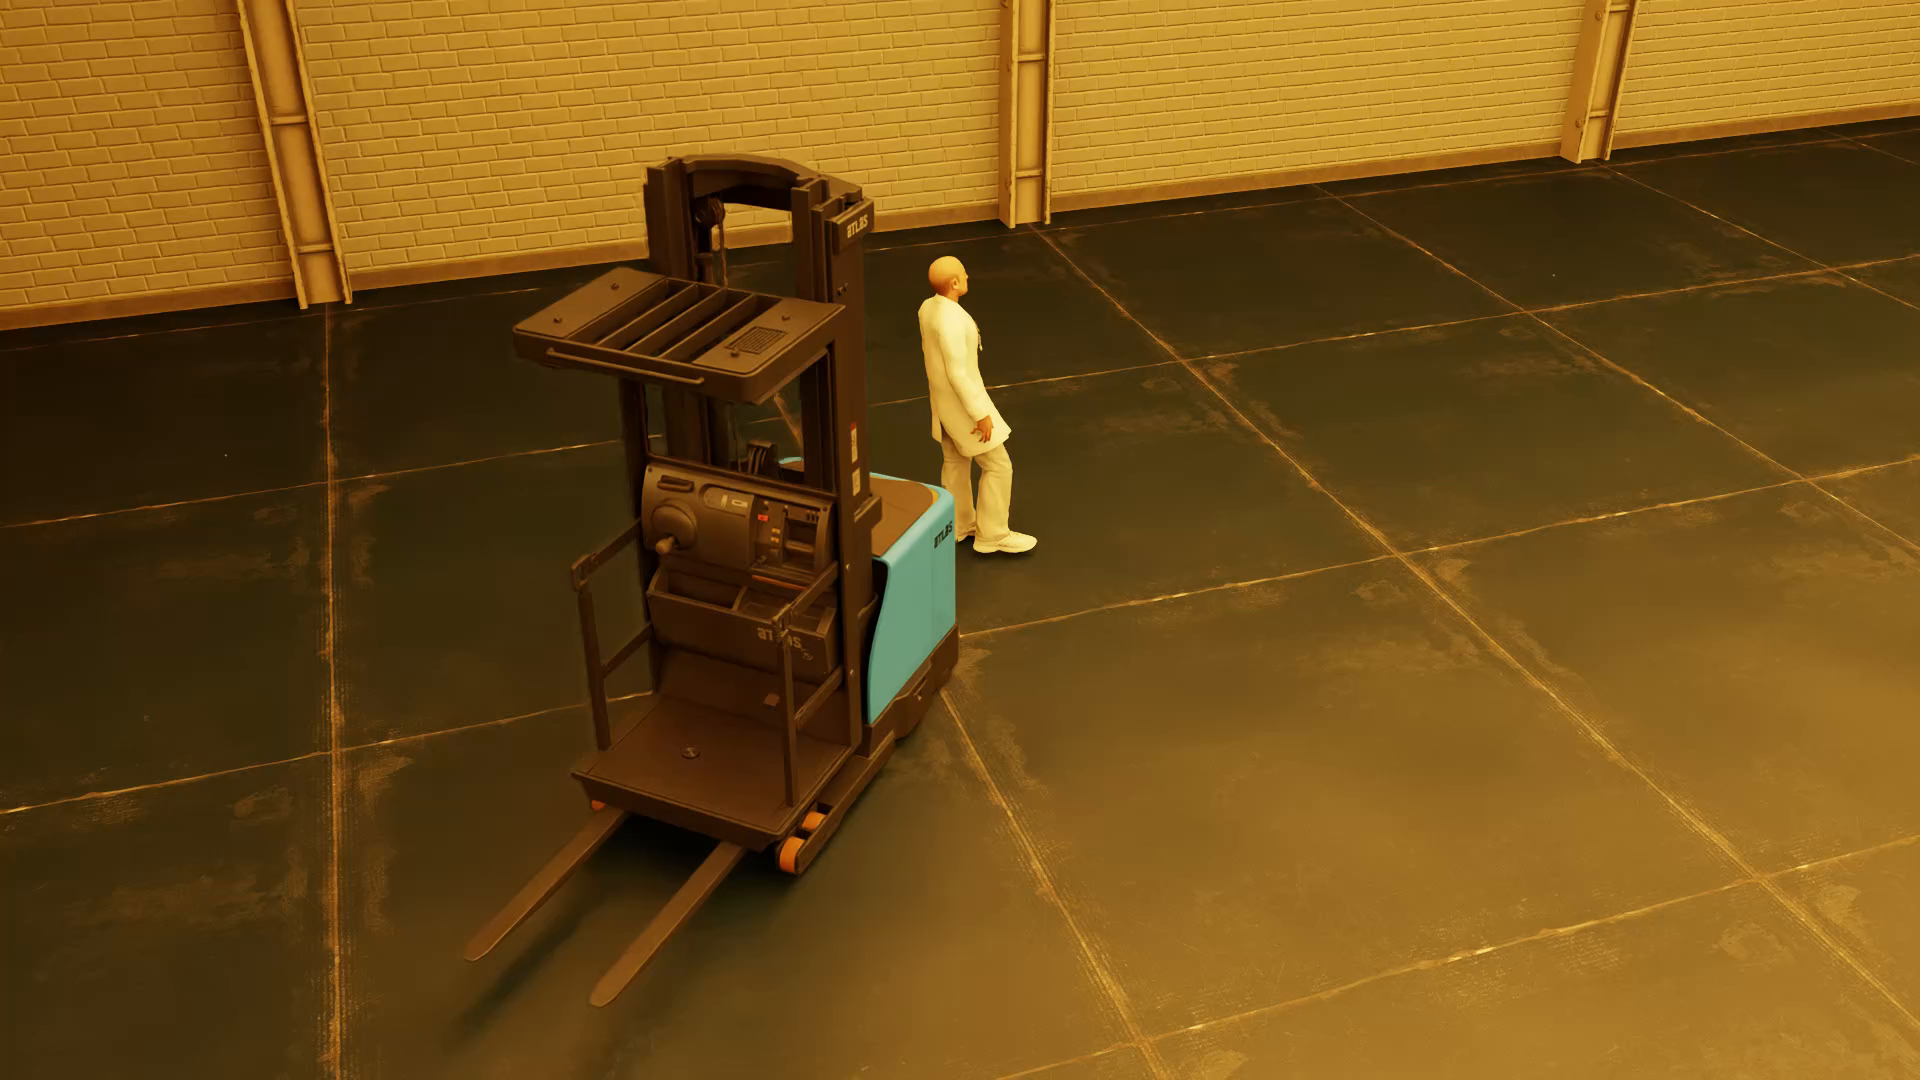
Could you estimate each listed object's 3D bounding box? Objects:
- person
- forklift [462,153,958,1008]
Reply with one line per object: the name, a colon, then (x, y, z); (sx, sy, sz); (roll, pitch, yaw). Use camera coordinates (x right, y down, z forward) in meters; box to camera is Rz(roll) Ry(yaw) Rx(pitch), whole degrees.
person: (0.088, -0.790, 9.601); (0.581, 1.777, 0.698); (-10, 31, -16)
forklift: (-1.075, -0.023, 7.127); (1.130, 2.935, 3.031); (13, 32, 21)
